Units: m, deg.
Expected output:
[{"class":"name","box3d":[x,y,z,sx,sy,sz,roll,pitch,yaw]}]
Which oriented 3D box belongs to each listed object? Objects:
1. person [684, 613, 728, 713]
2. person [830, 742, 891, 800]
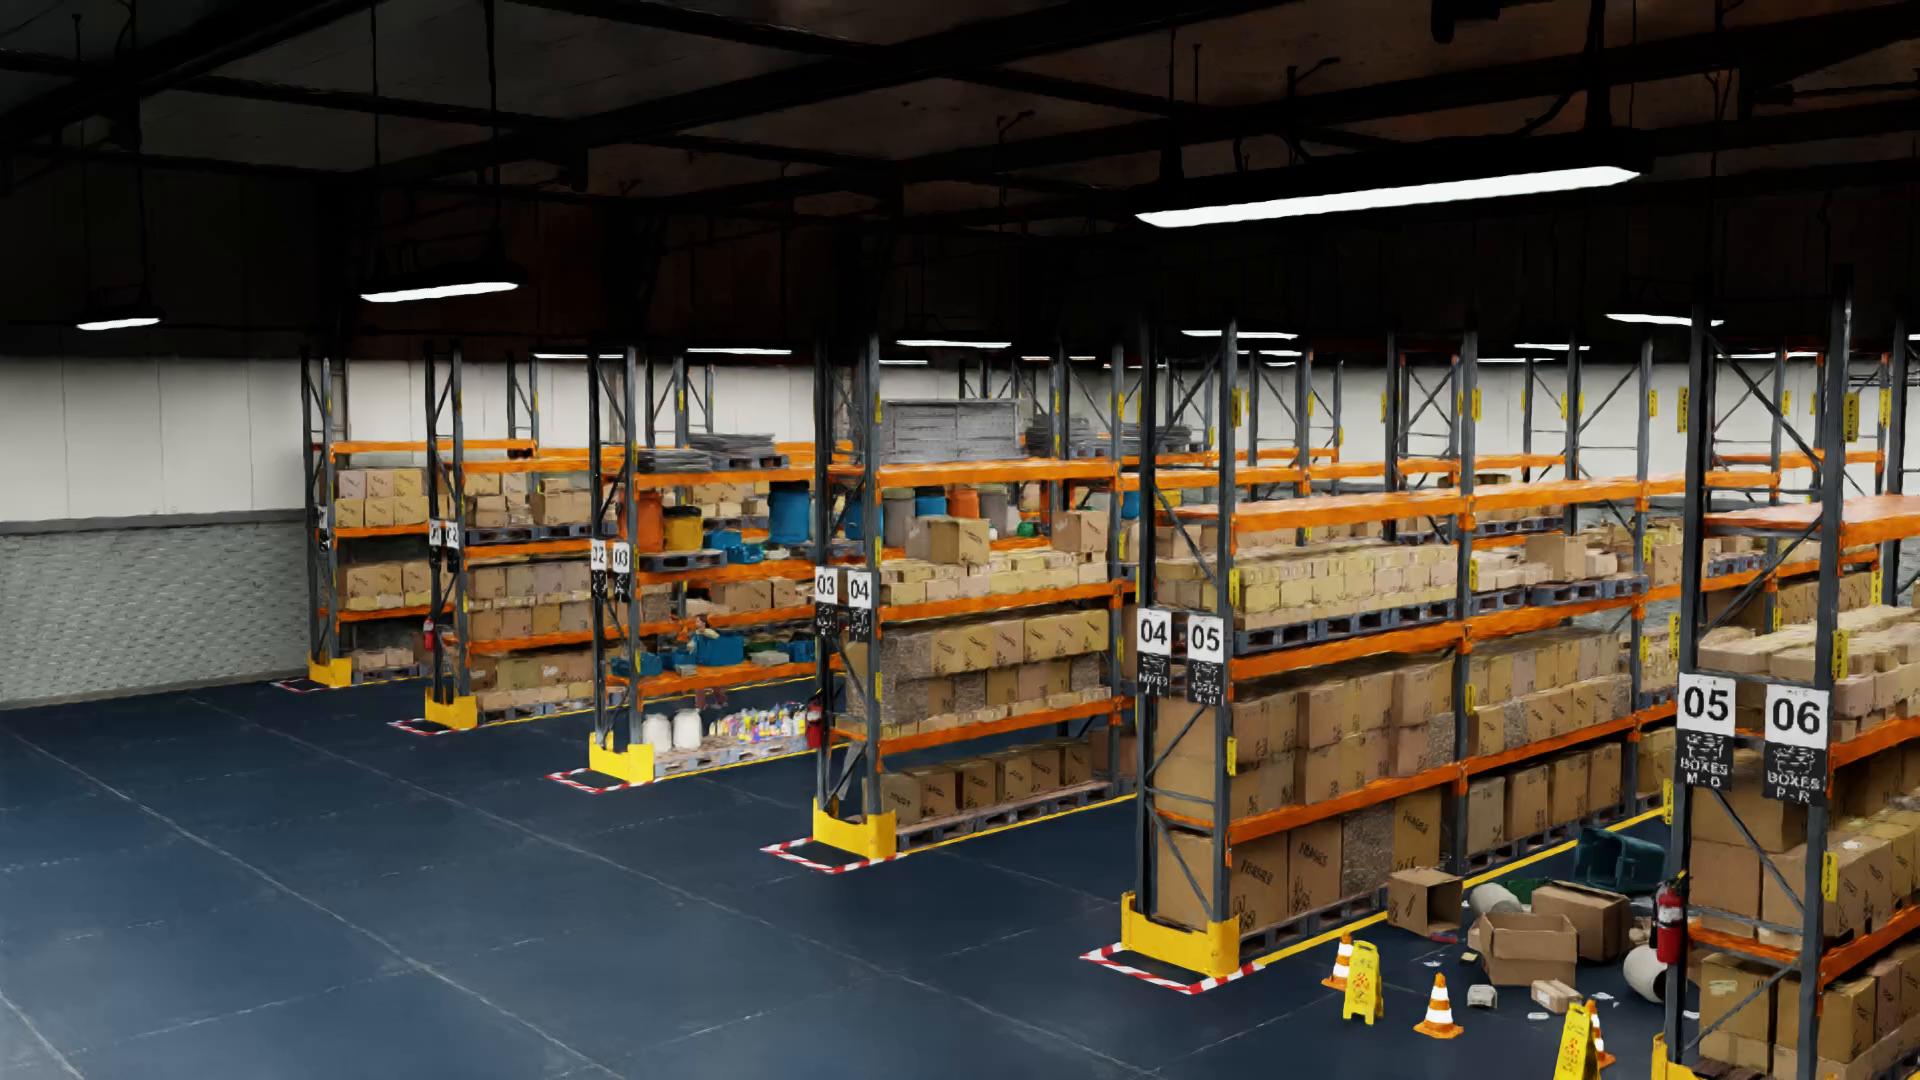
[{"class":"person","box3d":[-4.114,1.981,27.096,0.799,1.600,0.603,-4,6,-37]},{"class":"person","box3d":[-1.254,2.504,20.995,0.904,1.620,0.499,-1,5,-14]}]
